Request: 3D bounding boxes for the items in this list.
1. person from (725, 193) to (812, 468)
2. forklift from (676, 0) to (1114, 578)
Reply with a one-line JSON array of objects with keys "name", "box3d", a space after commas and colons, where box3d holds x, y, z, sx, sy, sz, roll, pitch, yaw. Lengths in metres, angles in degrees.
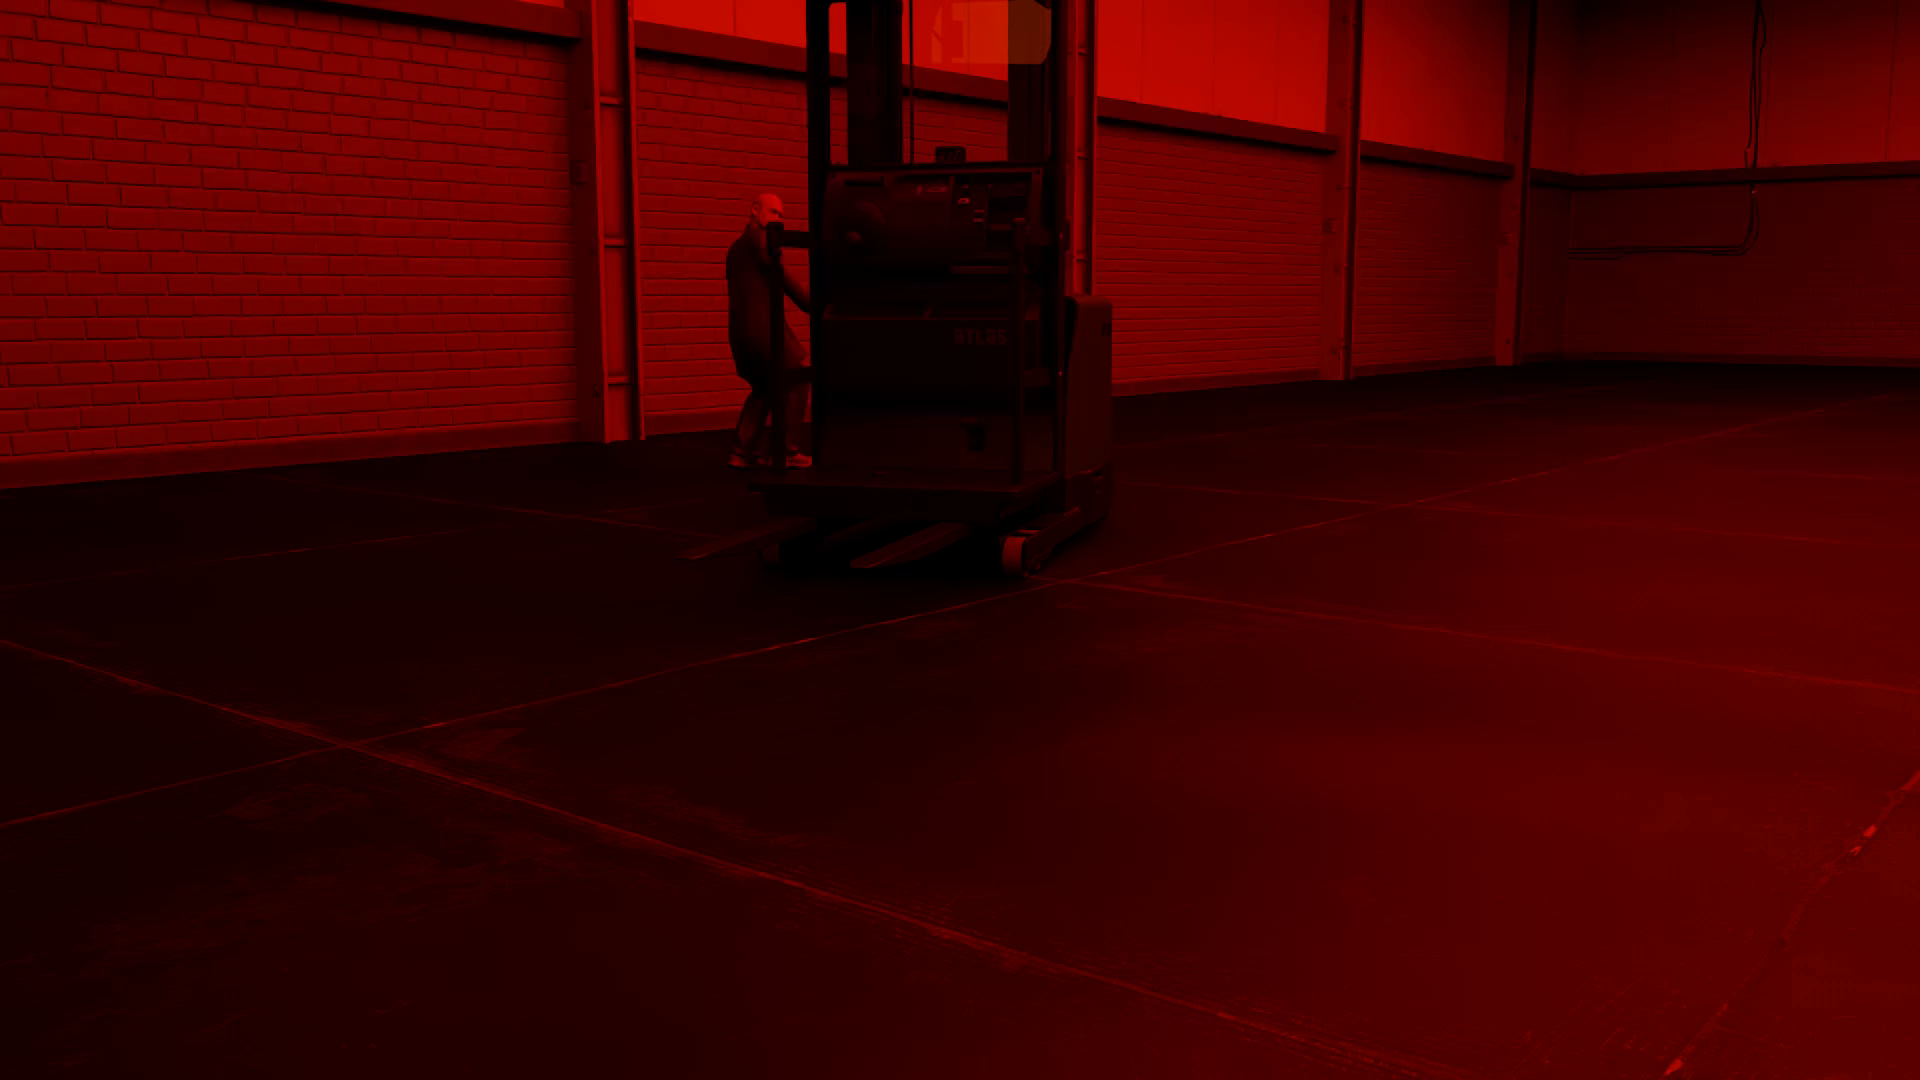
[{"name": "person", "box3d": [-1.168, -1.284, 10.395, 0.609, 1.732, 0.831, -7, 11, -38]}, {"name": "forklift", "box3d": [-0.176, -1.366, 6.616, 1.130, 2.935, 3.031, 3, 9, 17]}]
